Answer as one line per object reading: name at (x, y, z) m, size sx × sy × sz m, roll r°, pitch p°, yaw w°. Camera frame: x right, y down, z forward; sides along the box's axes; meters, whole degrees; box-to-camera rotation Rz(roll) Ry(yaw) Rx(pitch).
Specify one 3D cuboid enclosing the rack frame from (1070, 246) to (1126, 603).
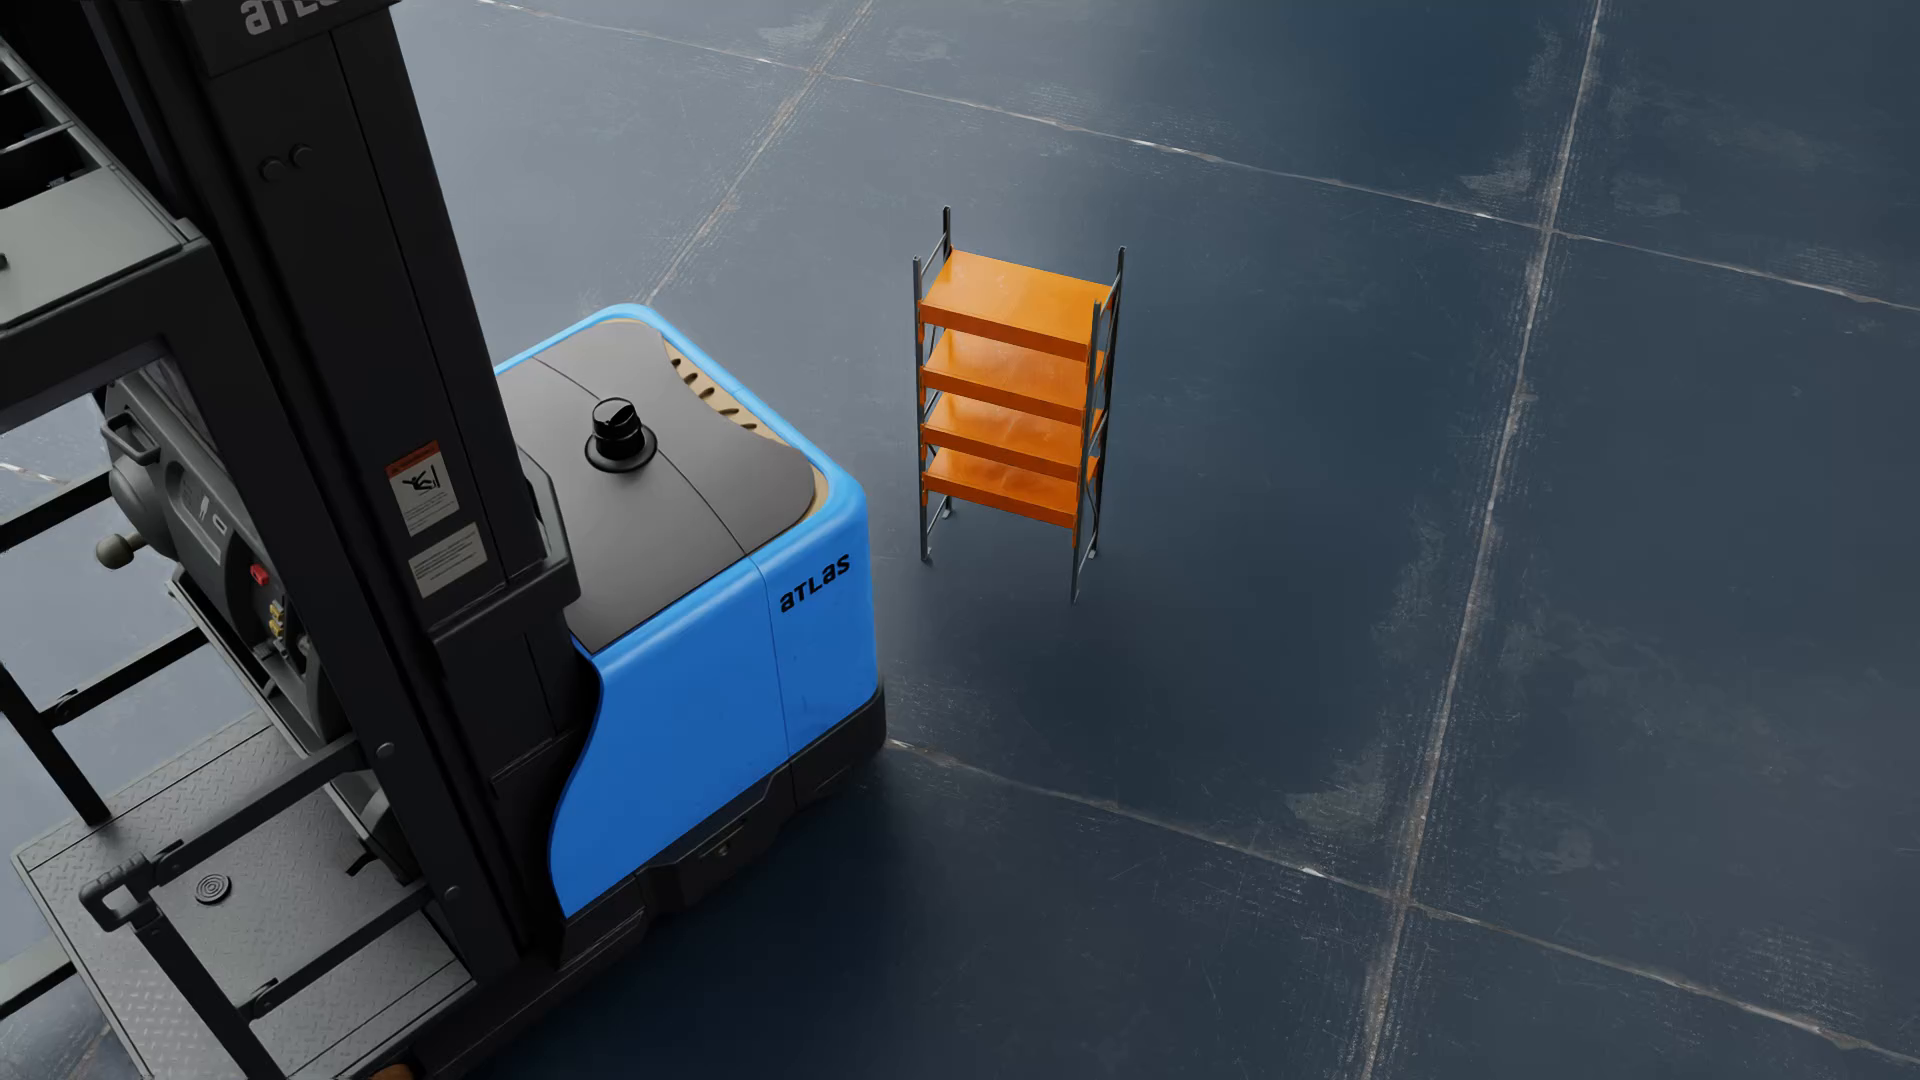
rack frame at (0.384, -0.286, 4.704) m, size 0.015 × 1.200 × 0.240 m, roll 16°, pitch 51°, yaw 13°

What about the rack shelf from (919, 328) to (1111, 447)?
rack shelf at (0.155, -0.452, 4.641) m, size 0.480 × 0.148 × 0.258 m, roll 16°, pitch 51°, yaw 13°

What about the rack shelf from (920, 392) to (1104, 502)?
rack shelf at (0.155, -0.306, 4.810) m, size 0.480 × 0.148 × 0.258 m, roll 16°, pitch 51°, yaw 13°

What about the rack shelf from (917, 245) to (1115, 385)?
rack shelf at (0.155, -0.607, 4.462) m, size 0.480 × 0.148 × 0.258 m, roll 16°, pitch 51°, yaw 13°

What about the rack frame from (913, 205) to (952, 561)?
rack frame at (-0.074, -0.414, 4.814) m, size 0.015 × 1.200 × 0.240 m, roll 16°, pitch 51°, yaw 13°

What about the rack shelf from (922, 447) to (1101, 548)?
rack shelf at (0.155, -0.176, 4.960) m, size 0.480 × 0.148 × 0.258 m, roll 16°, pitch 51°, yaw 13°

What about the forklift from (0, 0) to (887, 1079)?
forklift at (-1.636, 0.110, 3.215) m, size 3.031 × 2.935 × 1.130 m, roll -35°, pitch 57°, yaw -26°

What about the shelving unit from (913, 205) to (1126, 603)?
shelving unit at (0.155, -0.350, 4.759) m, size 0.503 × 1.200 × 0.258 m, roll 16°, pitch 51°, yaw 13°
